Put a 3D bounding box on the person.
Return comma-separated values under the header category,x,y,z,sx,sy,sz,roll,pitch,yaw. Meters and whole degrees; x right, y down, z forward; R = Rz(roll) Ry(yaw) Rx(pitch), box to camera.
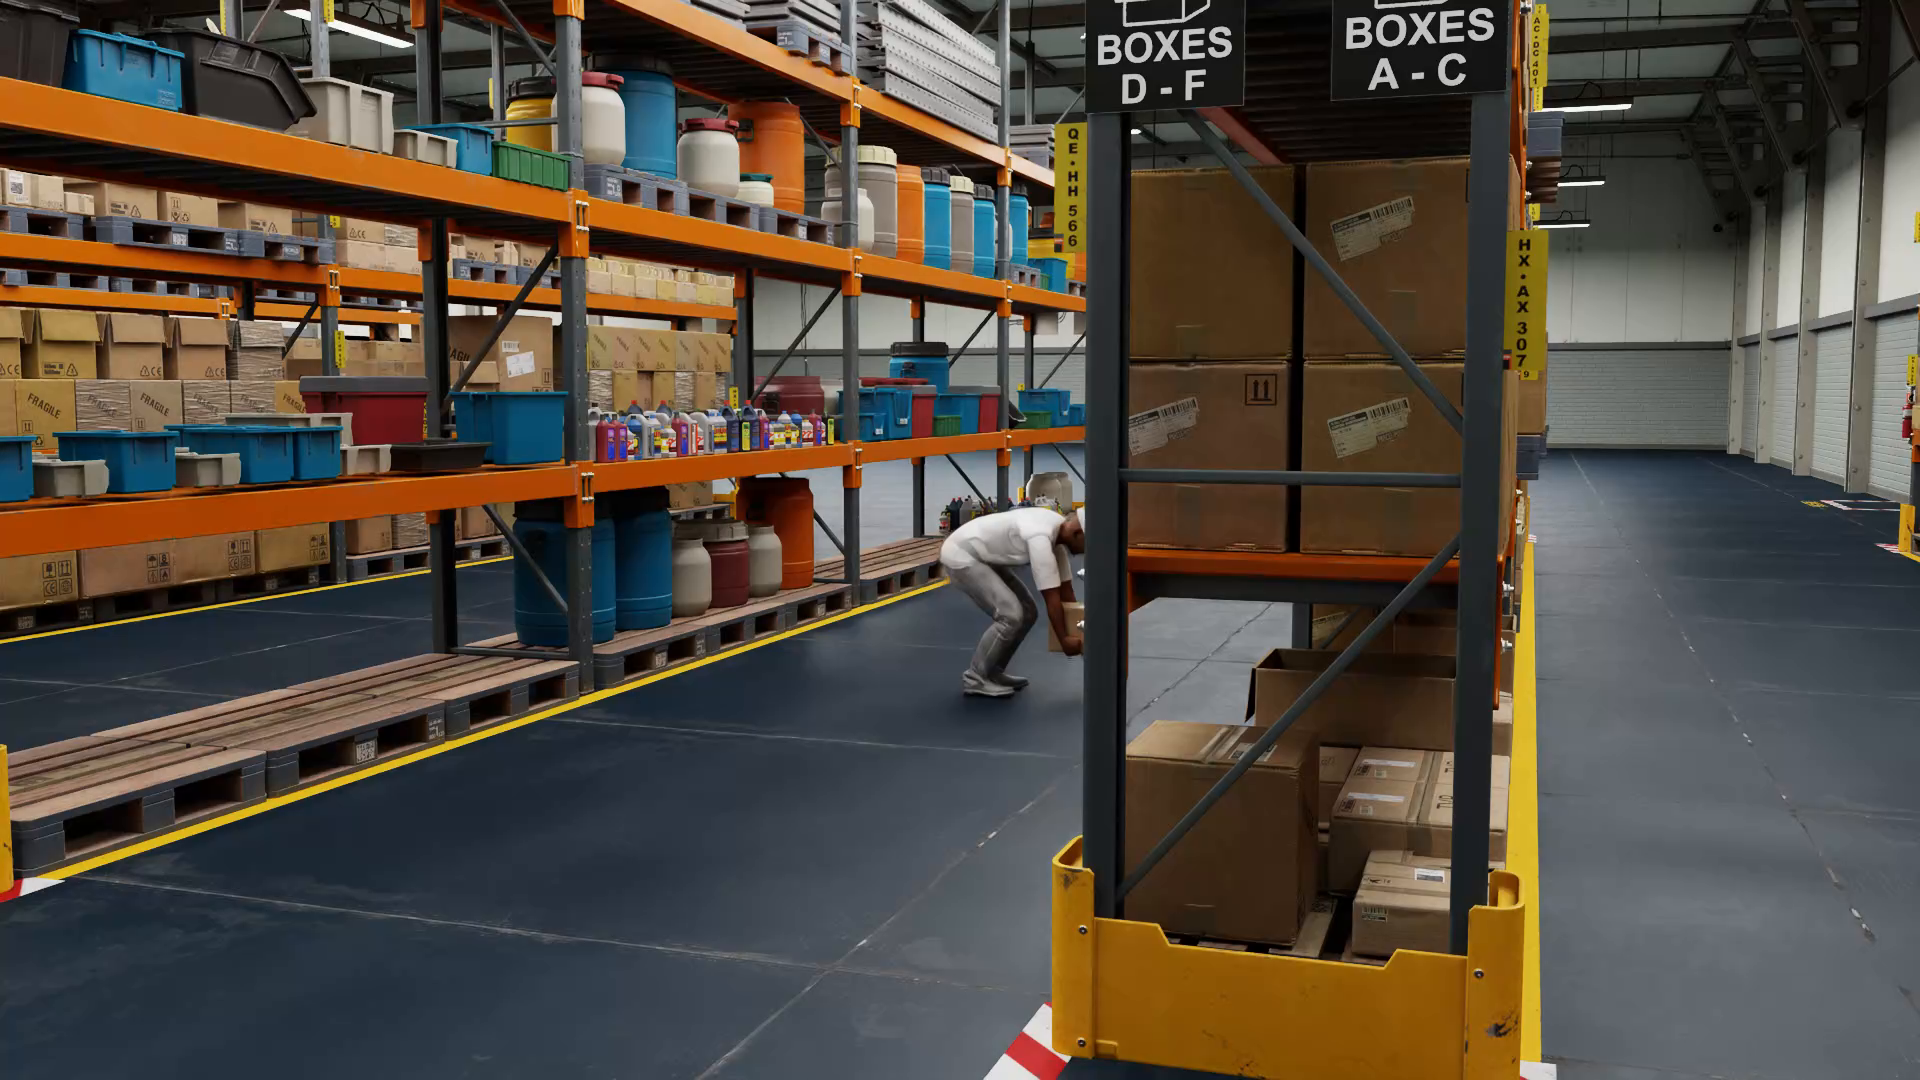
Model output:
category,x,y,z,sx,sy,sz,roll,pitch,yaw
person,0.381,0.335,9.452,0.957,1.083,0.515,1,5,16
